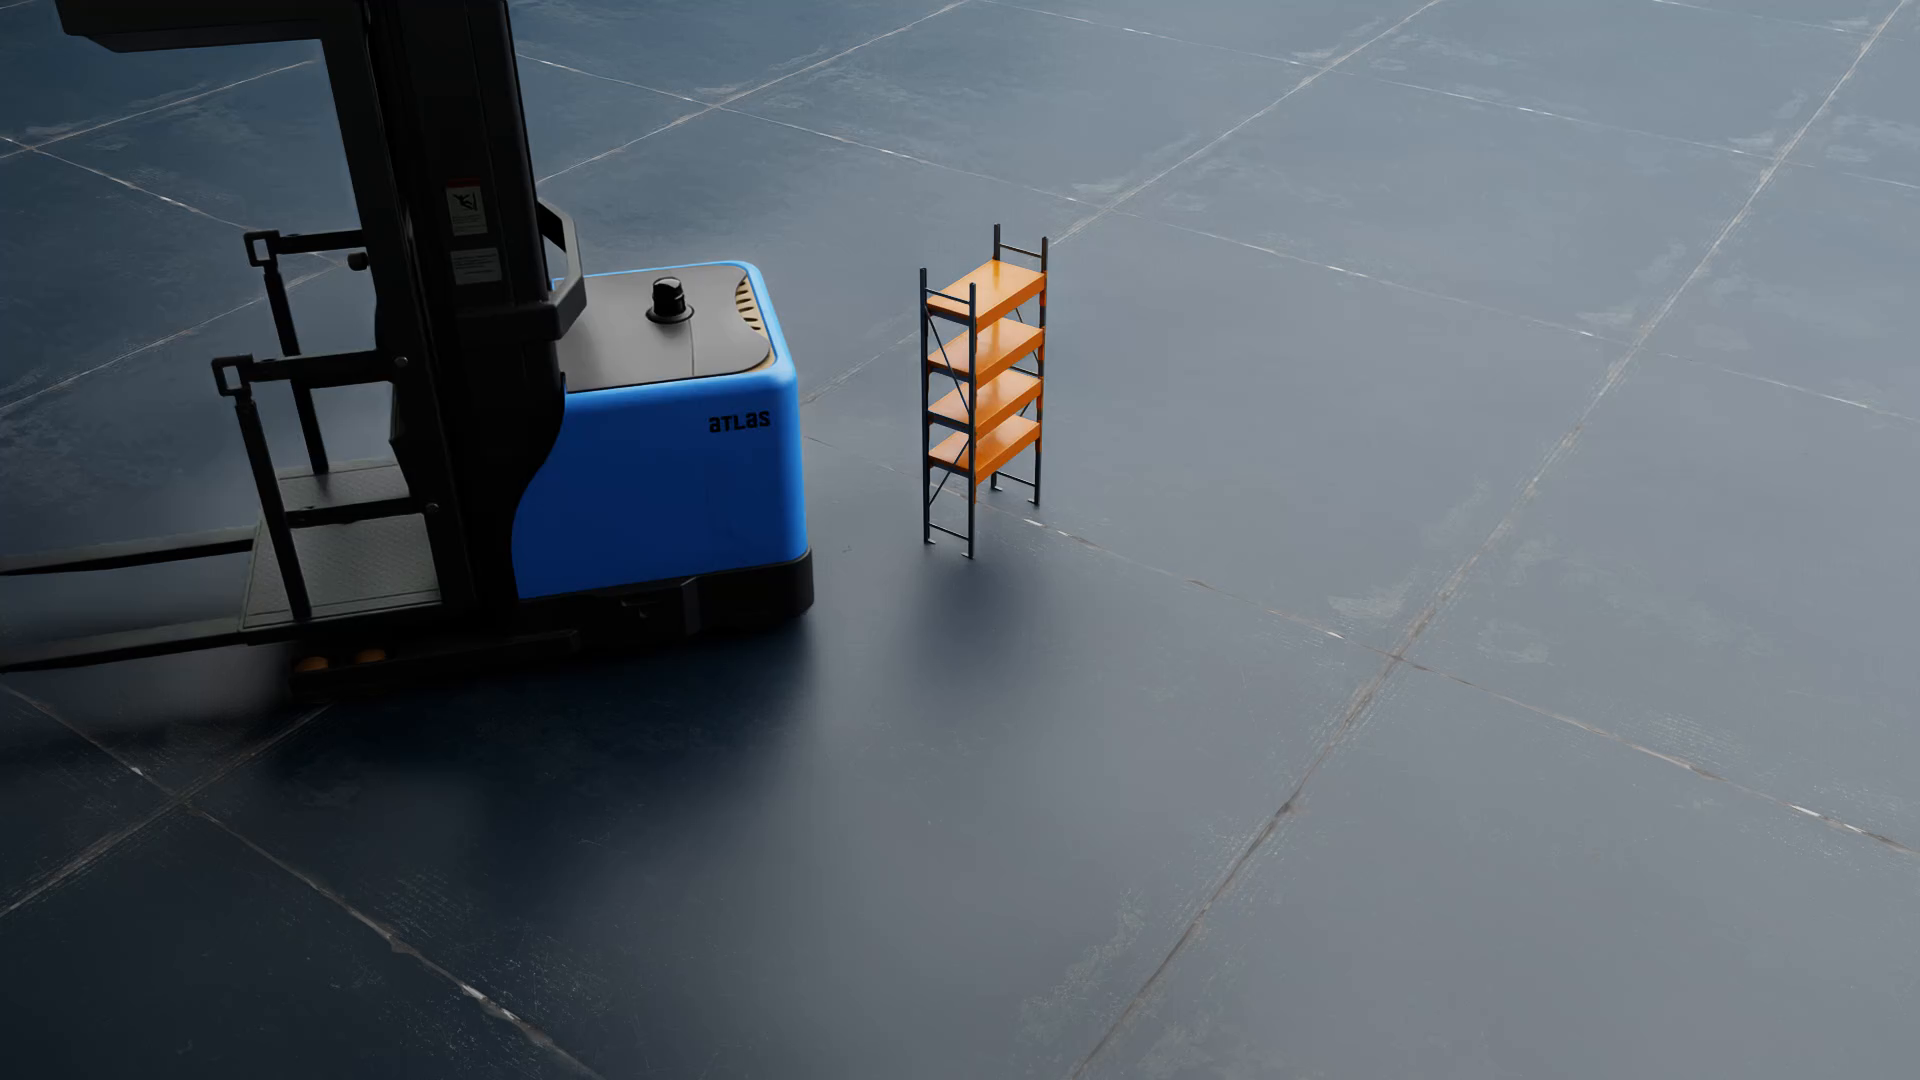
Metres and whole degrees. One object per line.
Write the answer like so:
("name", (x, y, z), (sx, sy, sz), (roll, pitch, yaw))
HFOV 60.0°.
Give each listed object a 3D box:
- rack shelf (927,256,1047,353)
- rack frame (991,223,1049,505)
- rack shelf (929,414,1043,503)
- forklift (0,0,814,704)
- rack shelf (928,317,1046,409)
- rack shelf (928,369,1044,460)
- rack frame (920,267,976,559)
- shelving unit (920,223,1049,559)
("rack shelf", (0.094, -0.899, 6.306), (0.258, 0.148, 0.480), (21, 39, 28))
("rack frame", (0.234, -0.685, 6.693), (0.240, 1.200, 0.015), (21, 39, 28))
("rack shelf", (0.094, -0.353, 6.675), (0.258, 0.148, 0.480), (21, 39, 28))
("forklift", (-2.125, -0.961, 5.555), (3.031, 2.935, 1.130), (-8, 35, -12))
("rack shelf", (0.094, -0.703, 6.439), (0.258, 0.148, 0.480), (21, 39, 28))
("rack shelf", (0.094, -0.517, 6.564), (0.258, 0.148, 0.480), (21, 39, 28))
("rack frame", (-0.045, -0.461, 6.360), (0.240, 1.200, 0.015), (21, 39, 28))
("shelving unit", (0.094, -0.573, 6.527), (0.258, 1.200, 0.503), (21, 39, 28))
